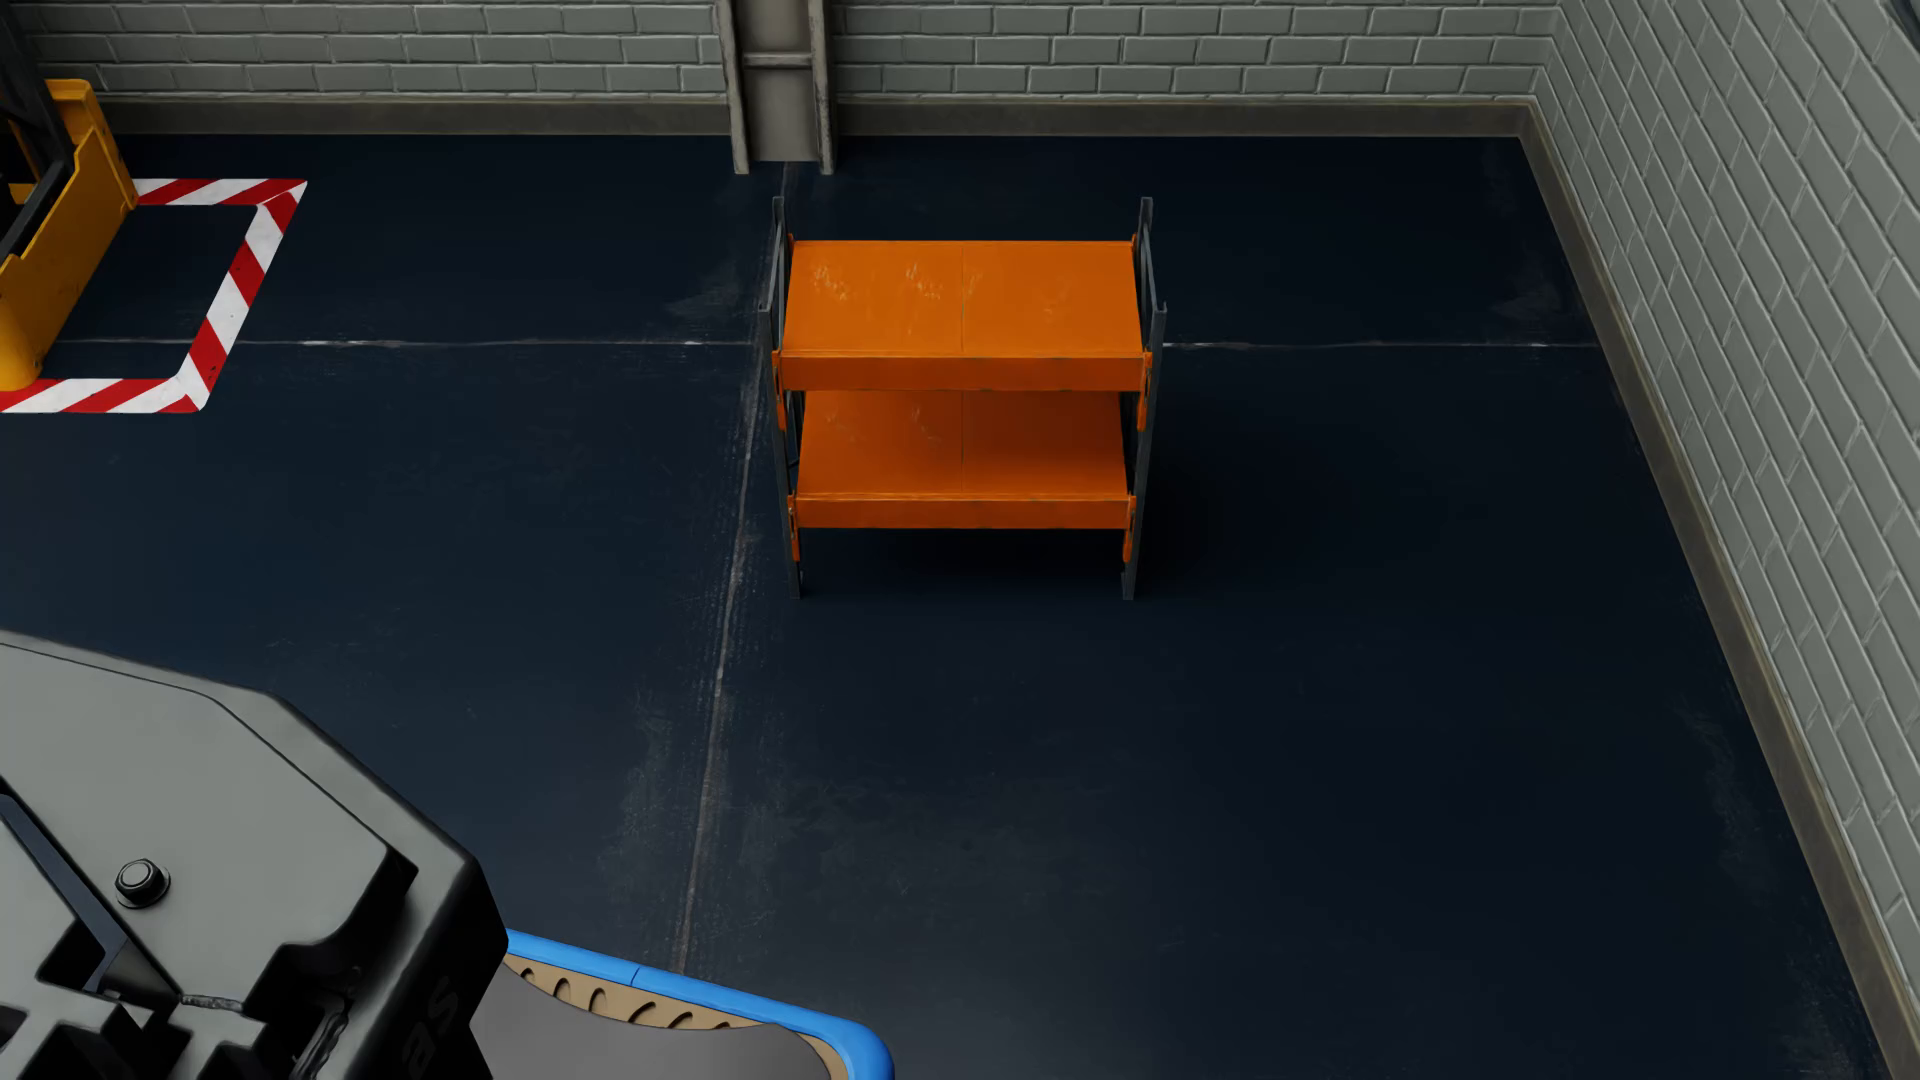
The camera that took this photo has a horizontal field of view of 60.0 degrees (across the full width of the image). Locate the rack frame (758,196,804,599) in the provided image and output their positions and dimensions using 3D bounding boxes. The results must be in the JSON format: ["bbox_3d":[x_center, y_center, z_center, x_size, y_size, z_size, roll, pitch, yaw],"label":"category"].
[{"bbox_3d":[-0.502,-0.385,4.840,0.032,1.125,0.500,0,47,0],"label":"rack frame"}]

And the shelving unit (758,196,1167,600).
[{"bbox_3d":[0.007,-0.383,4.838,1.048,1.125,0.538,0,47,0],"label":"shelving unit"}]

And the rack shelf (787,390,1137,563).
[{"bbox_3d":[0.007,-0.217,5.017,1.000,0.278,0.538,0,47,0],"label":"rack shelf"}]

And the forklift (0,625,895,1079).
[{"bbox_3d":[-0.997,1.557,1.799,1.130,2.935,3.031,12,48,11],"label":"forklift"}]

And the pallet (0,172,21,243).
[{"bbox_3d":[-4.198,-0.956,5.996,1.213,0.211,1.003,0,47,0],"label":"pallet"}]

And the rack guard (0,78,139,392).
[{"bbox_3d":[-3.374,-1.110,5.941,0.348,0.500,1.175,0,47,0],"label":"rack guard"}]

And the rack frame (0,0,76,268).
[{"bbox_3d":[-3.398,-1.962,5.027,0.127,3.000,1.000,0,47,0],"label":"rack frame"}]

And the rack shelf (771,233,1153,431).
[{"bbox_3d":[0.007,-0.583,4.624,1.000,0.278,0.538,0,47,0],"label":"rack shelf"}]

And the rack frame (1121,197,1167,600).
[{"bbox_3d":[0.515,-0.382,4.837,0.032,1.125,0.500,0,47,0],"label":"rack frame"}]

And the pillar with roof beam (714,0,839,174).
[{"bbox_3d":[-0.711,-1.480,0.480,0.400,9.000,9.100,0,47,0],"label":"pillar with roof beam"}]
